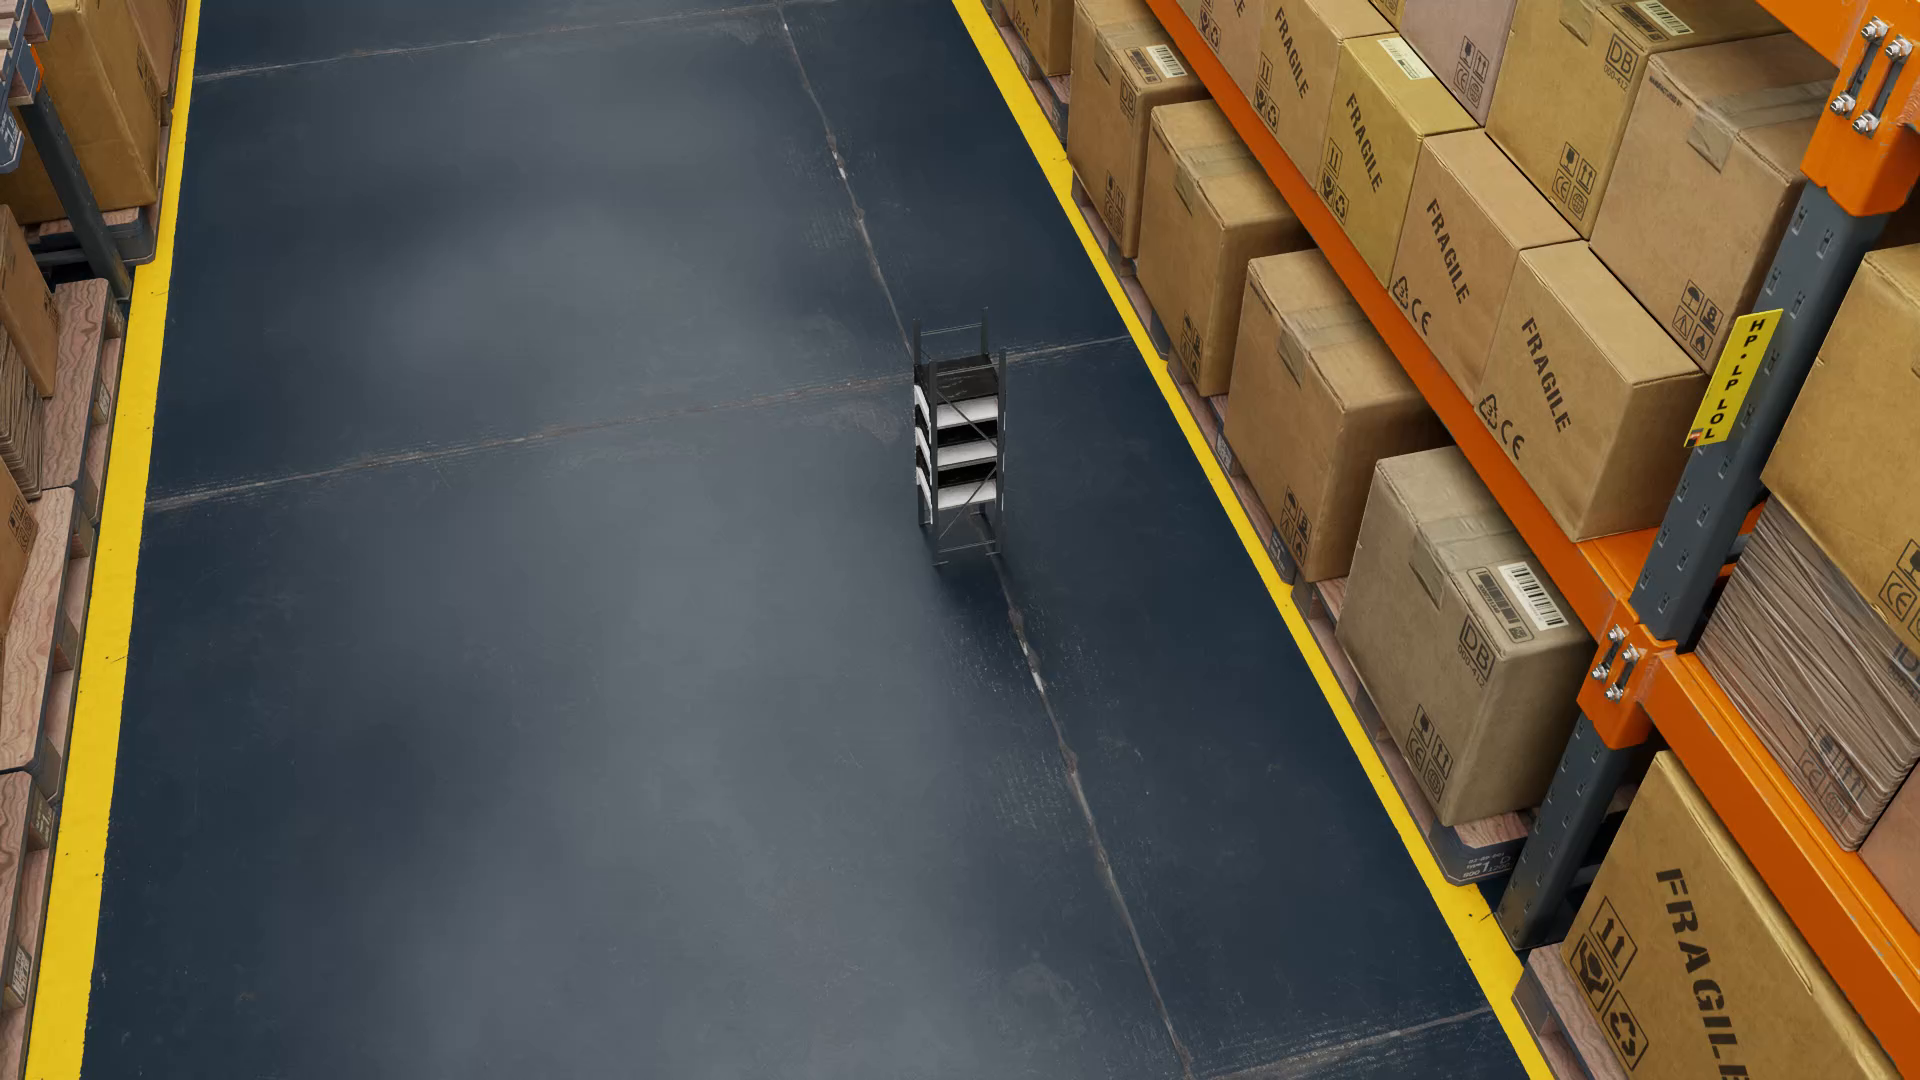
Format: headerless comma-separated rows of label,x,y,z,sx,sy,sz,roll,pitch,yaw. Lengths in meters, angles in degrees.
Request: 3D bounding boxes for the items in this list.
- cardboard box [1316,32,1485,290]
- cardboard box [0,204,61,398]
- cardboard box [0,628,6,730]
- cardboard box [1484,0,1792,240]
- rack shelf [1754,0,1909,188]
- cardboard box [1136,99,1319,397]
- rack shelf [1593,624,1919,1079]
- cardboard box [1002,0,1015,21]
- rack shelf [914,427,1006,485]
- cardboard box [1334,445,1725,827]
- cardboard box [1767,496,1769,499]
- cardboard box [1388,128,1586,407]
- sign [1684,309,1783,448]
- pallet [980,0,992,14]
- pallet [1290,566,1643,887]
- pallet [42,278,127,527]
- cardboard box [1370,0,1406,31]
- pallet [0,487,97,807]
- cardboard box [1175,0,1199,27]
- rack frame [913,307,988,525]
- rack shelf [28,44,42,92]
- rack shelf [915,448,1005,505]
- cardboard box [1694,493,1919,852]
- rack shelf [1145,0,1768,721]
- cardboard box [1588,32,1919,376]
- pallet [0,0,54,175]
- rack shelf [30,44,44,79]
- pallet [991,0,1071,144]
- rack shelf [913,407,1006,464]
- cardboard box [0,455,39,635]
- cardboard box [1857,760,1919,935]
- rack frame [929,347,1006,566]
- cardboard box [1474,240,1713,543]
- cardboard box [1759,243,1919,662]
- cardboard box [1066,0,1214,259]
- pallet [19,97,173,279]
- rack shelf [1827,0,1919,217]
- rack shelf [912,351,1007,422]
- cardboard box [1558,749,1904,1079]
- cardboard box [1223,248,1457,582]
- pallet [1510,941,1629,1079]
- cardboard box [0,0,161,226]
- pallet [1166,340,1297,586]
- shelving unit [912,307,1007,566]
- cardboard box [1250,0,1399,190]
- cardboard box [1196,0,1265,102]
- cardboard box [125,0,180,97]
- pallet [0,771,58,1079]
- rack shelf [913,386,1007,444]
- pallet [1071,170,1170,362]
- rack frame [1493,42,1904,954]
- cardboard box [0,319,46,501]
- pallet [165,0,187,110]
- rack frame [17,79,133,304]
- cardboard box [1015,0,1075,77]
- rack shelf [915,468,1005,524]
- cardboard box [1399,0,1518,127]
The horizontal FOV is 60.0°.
cardboard box,1.357,-1.079,4.637,0.500,0.500,0.500,-10,46,-10
cardboard box,-3.646,-0.779,5.856,0.700,0.500,0.500,-13,47,-12
cardboard box,-3.197,0.377,4.723,0.700,0.500,0.500,-14,47,-14
cardboard box,1.741,-1.116,3.974,0.700,0.500,0.500,-11,47,-11
rack shelf,1.496,-2.214,4.223,1.077,0.370,4.000,-11,47,-10
cardboard box,1.280,-1.116,6.025,1.050,0.750,0.750,-10,46,-10
rack shelf,2.520,1.598,2.587,1.077,0.370,4.000,-11,47,-10
cardboard box,0.433,-2.834,7.883,0.500,0.500,0.500,-9,46,-9
rack shelf,-0.002,-0.297,5.458,0.258,0.077,0.200,-11,47,-10
cardboard box,1.762,0.194,4.741,1.050,0.750,0.750,-11,47,-11
cardboard box,2.133,-0.482,4.052,0.500,0.500,0.500,-10,46,-10
cardboard box,1.486,-0.730,4.295,0.500,0.500,0.500,-11,47,-11
sign,1.486,-0.306,3.195,0.100,0.325,0.005,-11,47,-10
pallet,0.476,-3.201,8.739,1.003,0.211,1.213,-11,47,-10
pallet,1.737,0.422,5.188,1.003,0.211,1.213,-11,47,-10
pallet,-3.638,-0.443,6.037,1.003,0.211,1.213,-11,47,-10
cardboard box,1.484,-1.814,4.657,0.700,0.500,0.500,-11,47,-11
pallet,-3.330,0.397,5.213,1.003,0.211,1.213,-11,47,-10
cardboard box,0.970,-2.121,5.659,0.500,0.500,0.500,-11,47,-11
rack frame,-0.028,-0.391,5.503,0.240,0.900,0.006,-11,47,-10
rack shelf,-3.325,-0.327,4.474,1.077,0.370,4.000,-11,47,-10
rack shelf,-0.002,-0.234,5.522,0.258,0.077,0.200,-11,47,-10
cardboard box,2.114,0.165,3.383,0.875,0.550,0.550,-11,47,-10
rack shelf,1.496,-1.164,5.294,1.077,0.370,4.000,-11,47,-10
cardboard box,1.875,-0.761,3.626,0.700,0.500,0.500,-11,47,-11
pallet,-3.552,-1.420,5.175,1.213,0.211,1.003,-11,47,-10
rack shelf,-4.349,-3.088,7.180,1.077,0.370,4.000,-11,47,-10
pallet,0.785,-2.360,7.915,1.003,0.211,1.213,-11,47,-10
rack shelf,-0.002,-0.360,5.394,0.258,0.077,0.200,-11,47,-10
cardboard box,-3.340,-0.009,5.100,0.700,0.500,0.500,-7,46,-7
cardboard box,2.276,0.541,3.015,0.875,0.550,0.550,-11,47,-10
rack frame,0.024,-0.250,5.365,0.240,0.900,0.006,-11,47,-10
cardboard box,1.616,-0.381,3.953,0.500,0.500,0.500,-11,47,-11
cardboard box,2.069,-0.204,2.989,0.875,0.550,0.550,-11,47,-10
cardboard box,1.053,-1.719,6.616,1.050,0.750,0.750,-11,47,-11
pallet,-3.966,-1.541,7.113,1.003,0.211,1.213,-11,47,-10
rack shelf,2.520,0.548,1.516,1.077,0.370,4.000,-11,47,-10
rack shelf,-0.002,-0.486,5.265,0.258,0.077,0.200,-11,47,-10
cardboard box,2.101,1.009,3.855,0.875,0.875,0.875,-10,46,-10
cardboard box,1.518,-0.473,5.395,1.050,0.750,0.750,-11,47,-10
pallet,2.127,1.481,4.151,1.003,0.211,1.213,-11,47,-10
cardboard box,-3.994,-1.843,6.649,1.225,0.875,0.875,-13,47,-12
pallet,1.421,-0.422,6.015,1.003,0.211,1.213,-11,47,-10
shelving unit,-0.002,-0.321,5.434,0.258,0.900,0.210,-11,47,-10
cardboard box,1.225,-1.429,4.980,0.500,0.500,0.500,-11,47,-11
cardboard box,1.099,-1.773,5.318,0.500,0.500,0.500,-11,47,-10
cardboard box,-4.214,-2.460,7.254,1.225,0.875,0.875,-11,47,-10
pallet,-3.014,1.241,4.386,1.003,0.211,1.213,-11,47,-10
rack shelf,-0.002,-0.423,5.329,0.258,0.077,0.200,-11,47,-10
pallet,1.113,-1.262,6.839,1.003,0.211,1.213,-11,47,-10
rack frame,2.008,-0.035,3.684,1.000,3.000,0.127,-11,47,-10
cardboard box,-3.492,-0.399,5.483,0.700,0.500,0.500,-14,47,-14
pallet,-4.275,-2.382,7.937,1.003,0.211,1.213,-11,47,-10
rack frame,-3.837,-1.959,5.570,1.000,3.000,0.127,-11,47,-10
cardboard box,0.562,-2.475,7.531,0.500,0.500,0.500,-11,47,-11
rack shelf,-0.002,-0.171,5.586,0.258,0.077,0.200,-11,47,-10
cardboard box,1.612,-1.465,4.315,0.700,0.500,0.500,-10,46,-10
